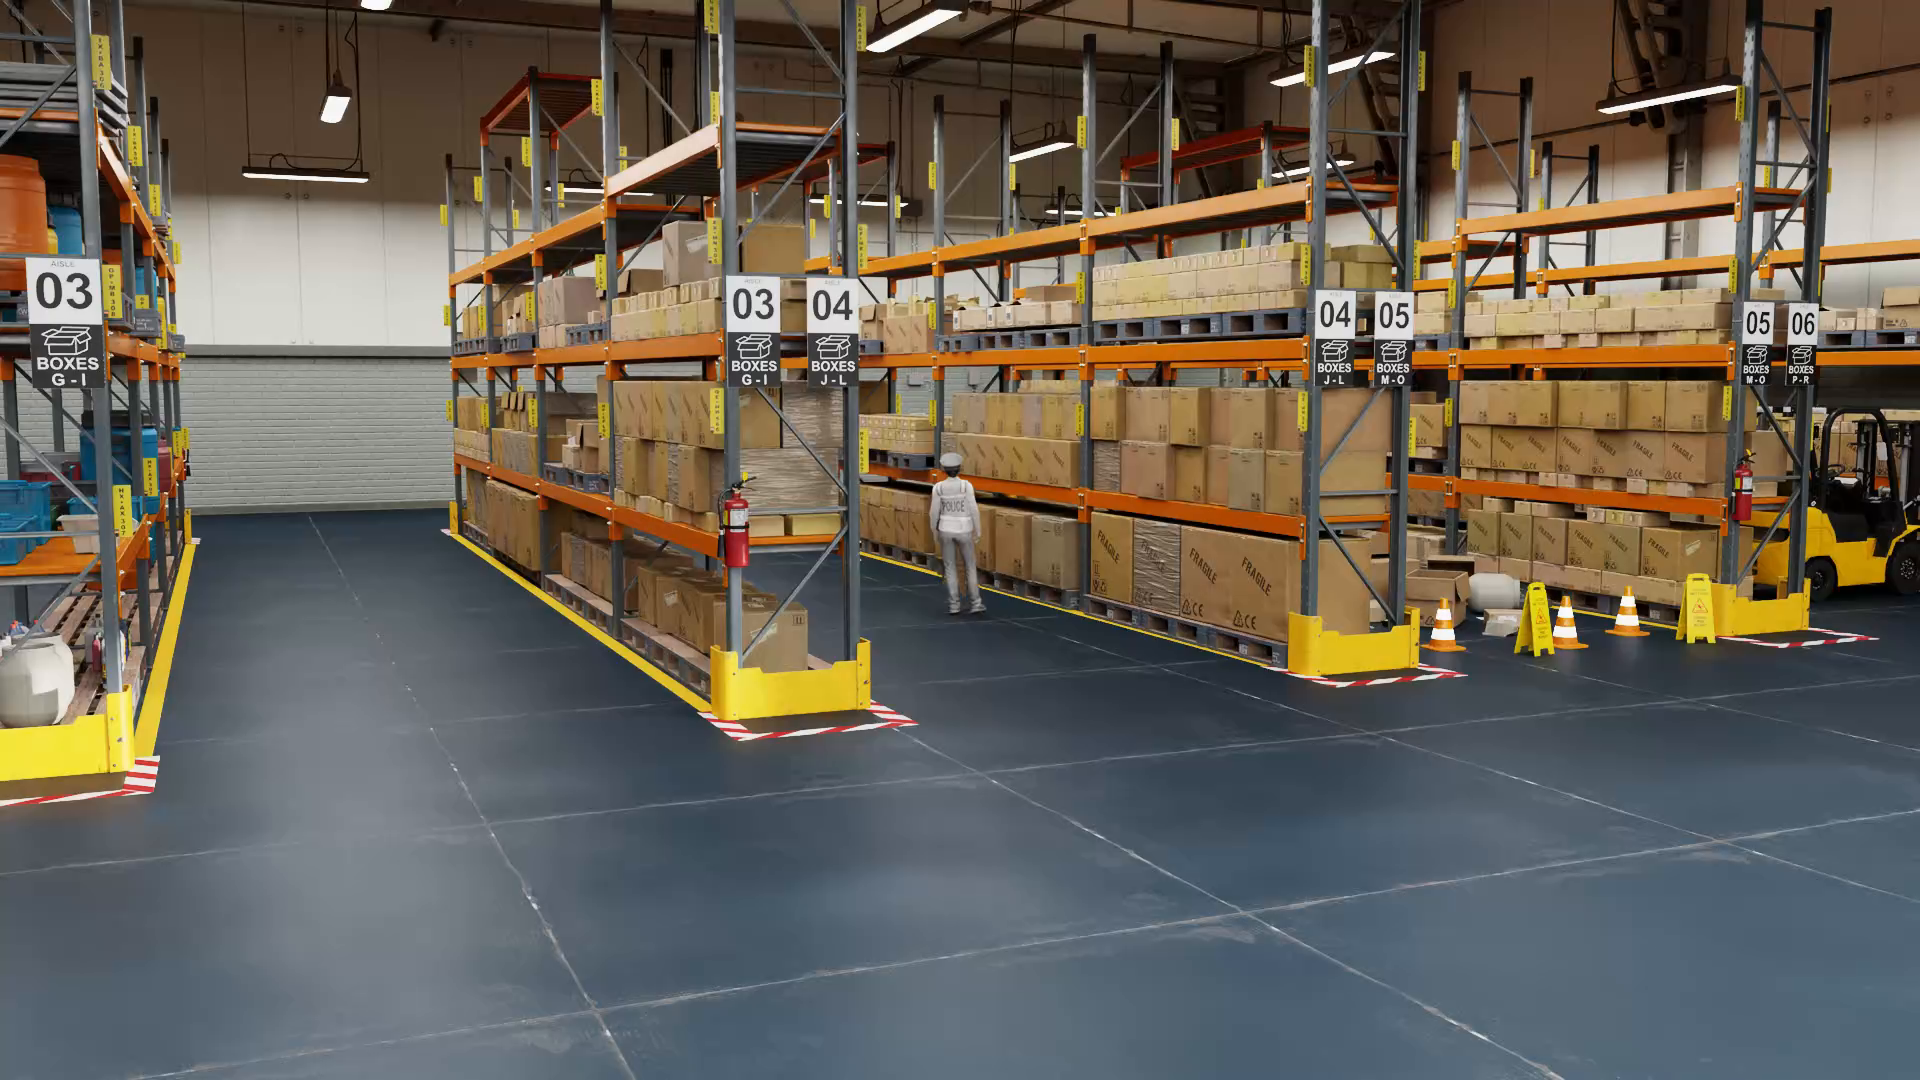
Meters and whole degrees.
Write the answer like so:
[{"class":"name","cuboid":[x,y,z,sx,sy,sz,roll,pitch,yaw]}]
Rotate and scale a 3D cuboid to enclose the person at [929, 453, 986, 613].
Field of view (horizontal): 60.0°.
[{"class":"person","cuboid":[-0.028,-0.078,17.539,0.568,1.696,0.539,1,6,9]}]
